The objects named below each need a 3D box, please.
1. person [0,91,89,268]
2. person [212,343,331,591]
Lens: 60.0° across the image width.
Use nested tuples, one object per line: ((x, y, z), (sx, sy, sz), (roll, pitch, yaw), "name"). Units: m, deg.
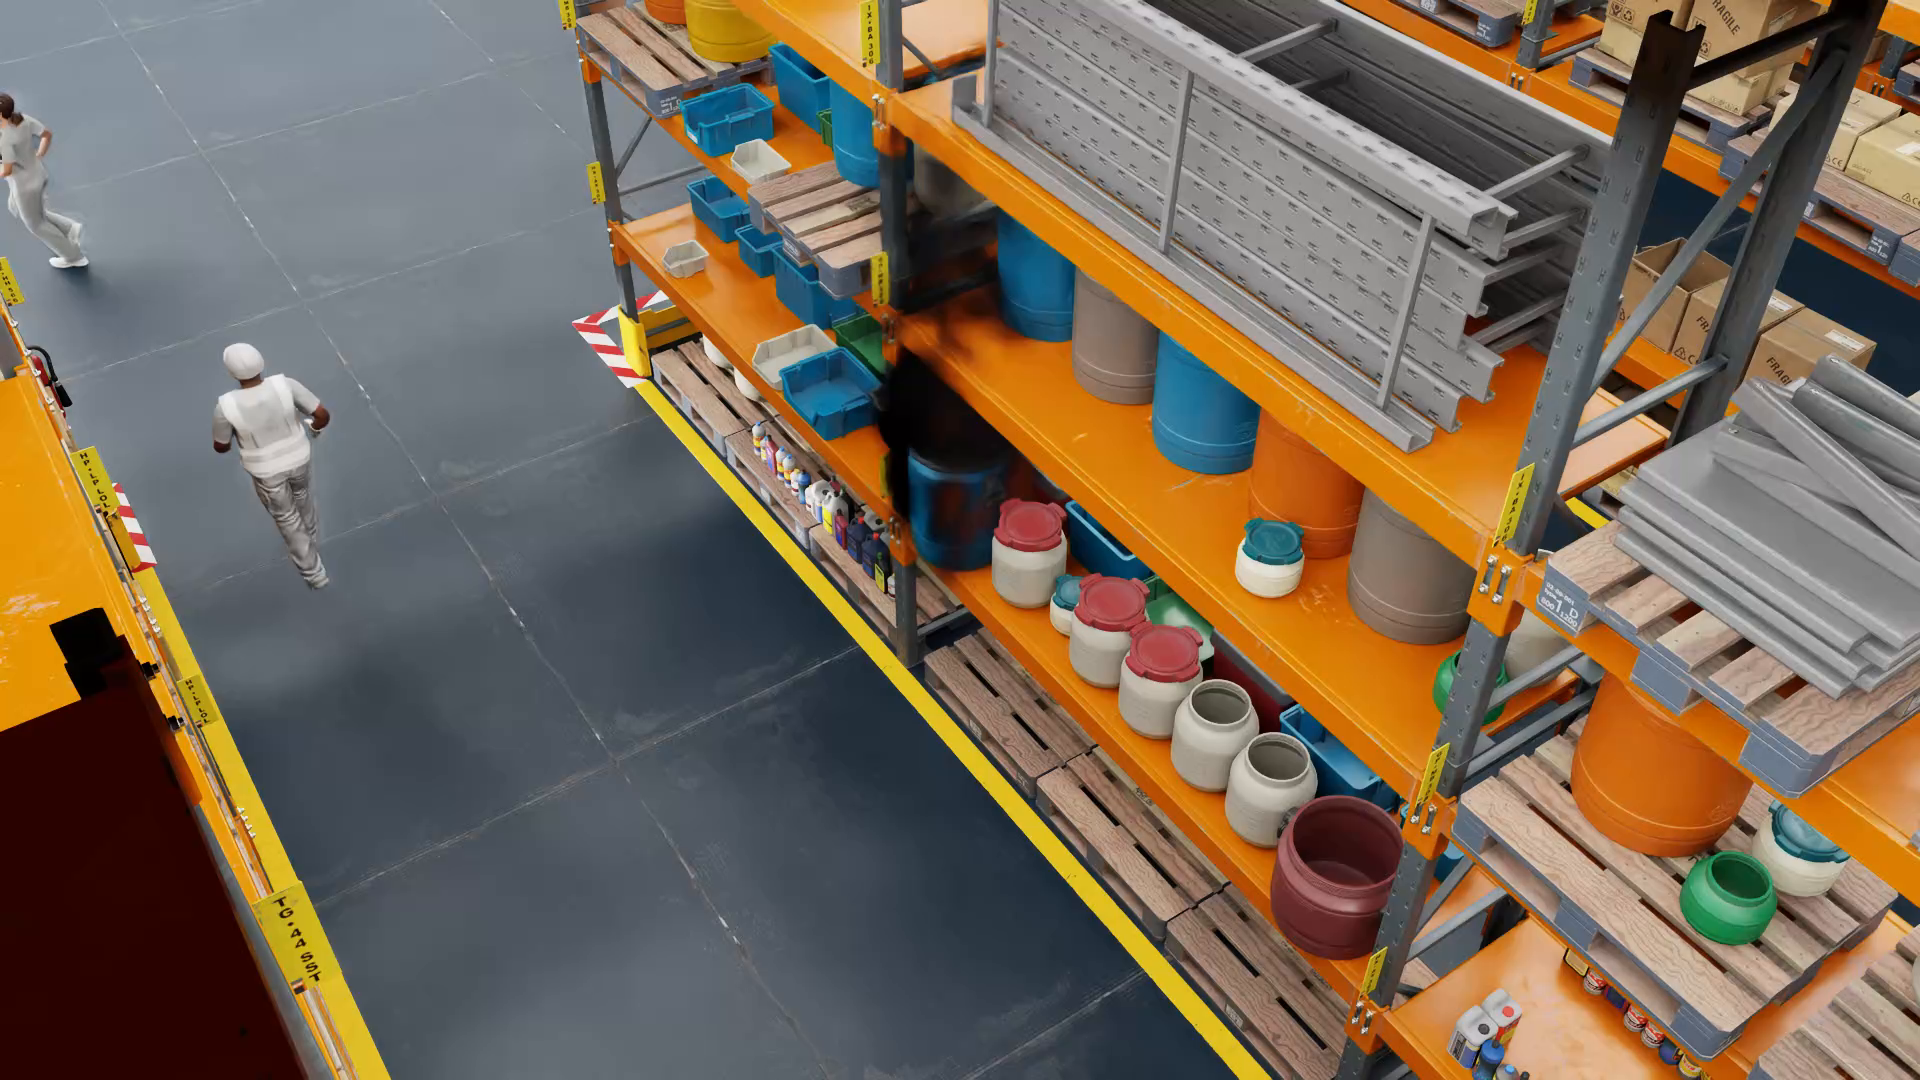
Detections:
((-7.762, -2.970, 13.784), (0.545, 1.624, 0.565), (-2, 43, -2), "person")
((-4.329, -0.495, 10.582), (0.678, 1.825, 0.826), (-28, 50, -27), "person")
